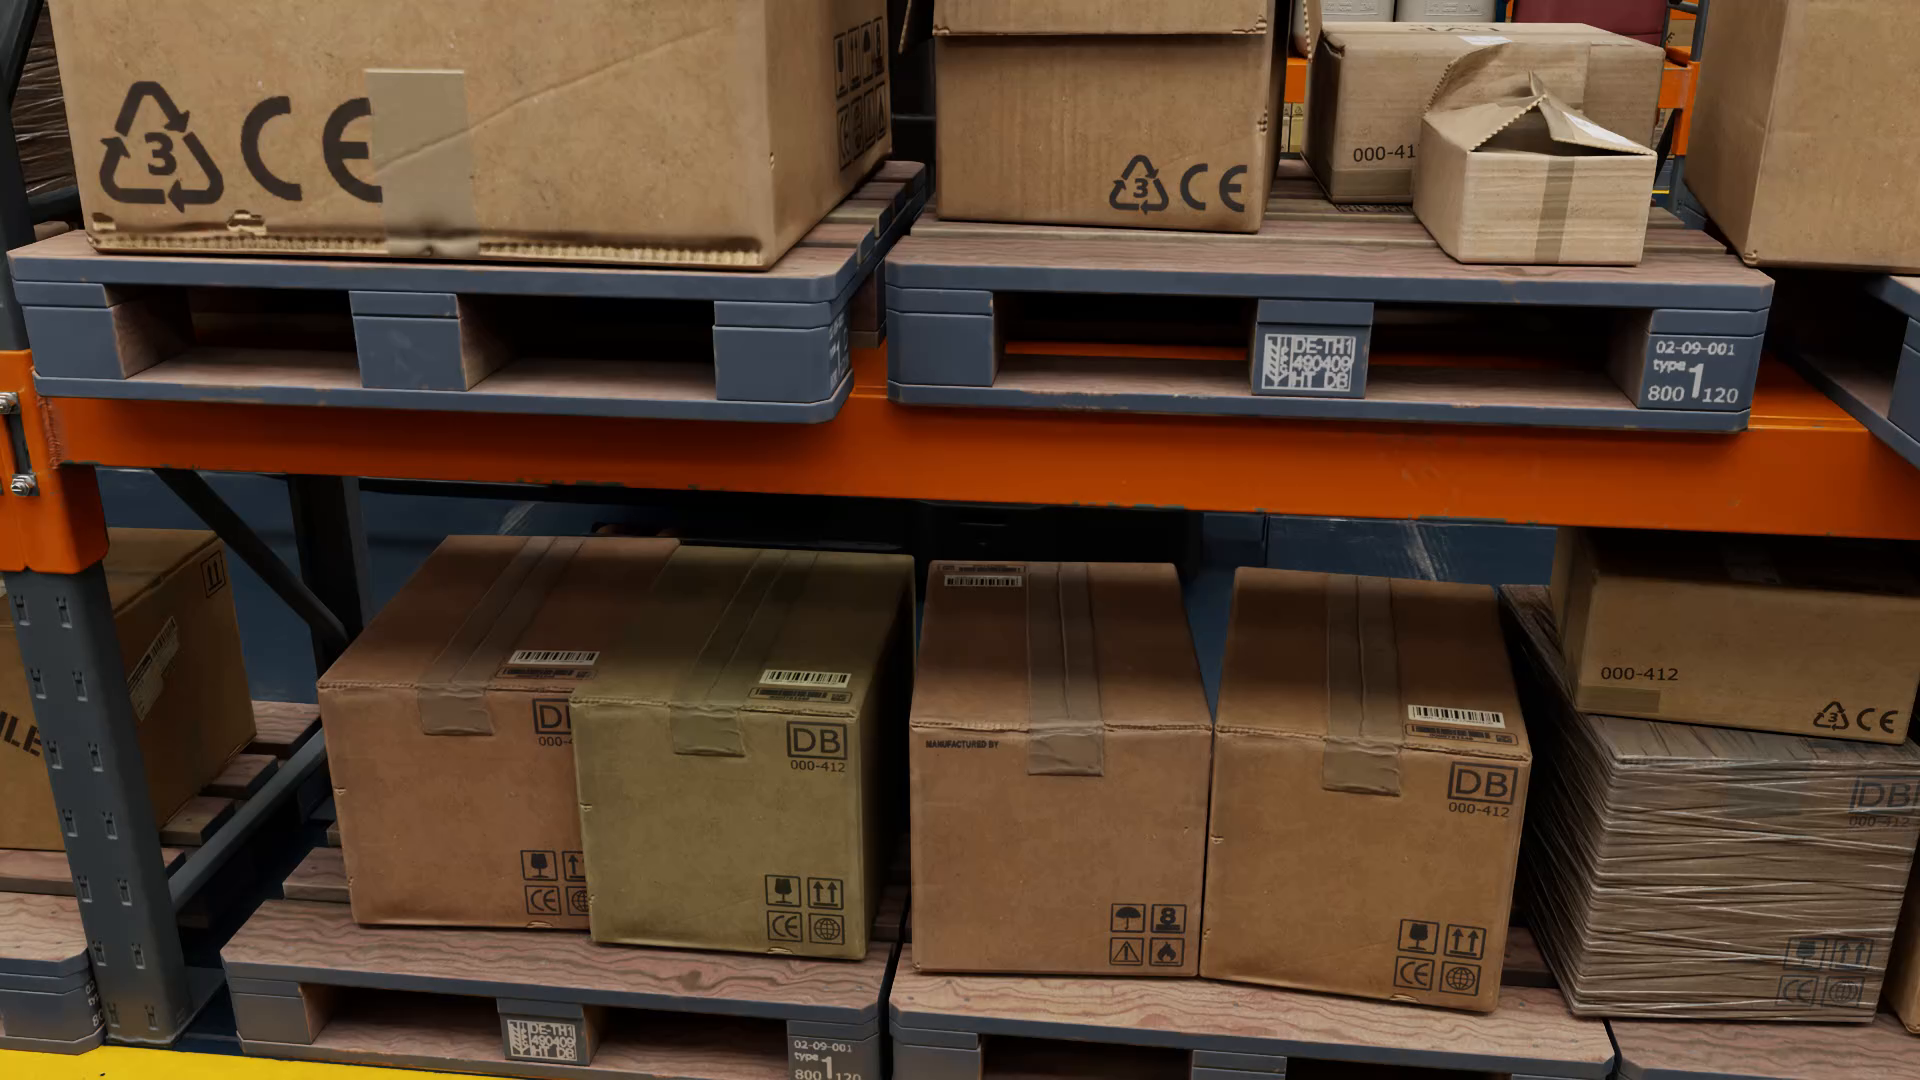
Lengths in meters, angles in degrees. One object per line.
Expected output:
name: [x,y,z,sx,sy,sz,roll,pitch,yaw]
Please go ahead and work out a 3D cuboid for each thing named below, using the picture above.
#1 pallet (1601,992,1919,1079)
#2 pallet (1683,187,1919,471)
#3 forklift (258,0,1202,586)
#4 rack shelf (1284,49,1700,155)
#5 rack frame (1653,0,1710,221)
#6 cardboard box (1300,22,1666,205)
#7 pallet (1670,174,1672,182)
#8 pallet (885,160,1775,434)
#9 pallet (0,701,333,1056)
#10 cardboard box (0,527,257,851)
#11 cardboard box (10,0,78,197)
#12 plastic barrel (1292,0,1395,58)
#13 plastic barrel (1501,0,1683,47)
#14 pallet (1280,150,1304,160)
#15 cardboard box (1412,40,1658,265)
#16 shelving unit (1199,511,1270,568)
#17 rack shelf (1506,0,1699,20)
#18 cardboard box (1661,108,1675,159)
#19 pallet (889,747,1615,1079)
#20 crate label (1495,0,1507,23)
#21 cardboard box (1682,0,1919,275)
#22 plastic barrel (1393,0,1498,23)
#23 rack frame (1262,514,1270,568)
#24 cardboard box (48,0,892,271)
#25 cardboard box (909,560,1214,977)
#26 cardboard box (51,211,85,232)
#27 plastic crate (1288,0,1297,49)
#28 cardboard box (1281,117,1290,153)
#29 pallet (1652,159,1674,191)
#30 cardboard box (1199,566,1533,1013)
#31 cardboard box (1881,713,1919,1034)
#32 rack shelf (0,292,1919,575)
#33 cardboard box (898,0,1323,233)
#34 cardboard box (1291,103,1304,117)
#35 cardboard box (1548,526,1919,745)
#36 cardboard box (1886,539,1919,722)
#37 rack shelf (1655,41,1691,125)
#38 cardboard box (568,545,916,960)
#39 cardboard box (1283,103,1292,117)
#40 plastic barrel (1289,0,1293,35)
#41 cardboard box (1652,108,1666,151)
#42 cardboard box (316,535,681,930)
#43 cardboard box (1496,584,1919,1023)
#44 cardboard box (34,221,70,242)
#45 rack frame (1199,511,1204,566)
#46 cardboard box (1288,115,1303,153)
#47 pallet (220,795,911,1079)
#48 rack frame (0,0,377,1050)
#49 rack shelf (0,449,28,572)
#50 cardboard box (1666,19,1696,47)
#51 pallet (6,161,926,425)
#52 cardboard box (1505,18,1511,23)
pallet: [1.739,0.794,3.143,1.213,0.211,1.003,2,22,6]
pallet: [1.795,-0.371,2.559,1.003,0.211,1.213,2,22,6]
forklift: [-0.730,-1.419,5.042,3.031,2.935,1.130,3,22,7]
rack shelf: [1.112,-2.028,7.469,4.000,0.370,1.077,2,22,6]
rack frame: [3.098,-2.276,7.118,0.127,3.000,1.000,2,22,6]
cardboard box: [0.877,-0.750,2.890,0.500,0.250,0.500,2,22,5]
pallet: [5.629,-2.688,11.952,1.213,0.211,1.003,2,22,6]
pallet: [0.544,-0.450,2.758,1.213,0.211,1.003,2,22,6]
pallet: [-2.129,0.640,3.535,1.213,0.211,1.003,2,22,6]
cardboard box: [-1.850,0.294,3.445,0.500,0.500,0.500,2,22,5]
cardboard box: [-1.897,-0.868,3.015,0.500,0.500,0.875,2,22,6]
plastic barrel: [1.633,-2.313,7.059,0.421,0.512,0.421,0,22,0]
plastic barrel: [2.601,-2.249,6.864,0.708,0.536,0.600,2,22,6]
pallet: [2.871,-2.838,12.331,1.213,0.211,1.003,2,22,6]
cardboard box: [0.827,-0.574,2.424,0.258,0.266,0.396,2,22,5]
shelving unit: [0.871,-0.375,5.164,0.210,0.900,0.258,3,22,7]
rack shelf: [5.670,-3.664,11.605,4.000,0.370,1.077,2,22,6]
cardboard box: [5.121,-2.959,11.645,0.500,0.500,0.500,2,22,6]
pallet: [0.531,0.741,3.279,1.213,0.211,1.003,2,22,6]
crate label: [2.143,-2.435,7.470,0.616,0.435,0.502,2,22,6]
cardboard box: [1.408,-0.706,2.439,0.500,0.500,0.700,6,22,14]
plastic barrel: [2.051,-2.295,7.013,0.421,0.512,0.421,0,22,0]
rack frame: [0.972,-0.370,5.151,0.006,0.900,0.240,3,22,7]
cardboard box: [-0.685,-1.030,2.578,1.000,1.000,1.000,3,22,7]
cardboard box: [0.177,0.403,3.143,0.500,0.500,0.700,1,22,2]
cardboard box: [-1.636,-0.643,3.329,0.250,0.149,0.380,2,22,6]
plastic crate: [1.529,-2.488,7.566,0.583,0.464,0.402,2,22,6]
cardboard box: [2.122,-2.979,12.064,0.500,0.250,0.500,3,22,8]
pallet: [4.421,-2.742,12.088,1.213,0.211,1.003,2,22,6]
cardboard box: [0.731,0.427,3.082,0.500,0.500,0.700,4,22,11]
cardboard box: [1.847,0.468,2.977,0.500,0.500,0.700,1,22,3]
rack shelf: [0.529,-0.220,2.895,4.000,0.370,1.077,2,22,6]
cardboard box: [0.275,-0.843,2.781,0.637,0.503,0.797,5,22,12]
cardboard box: [2.618,-3.215,11.898,0.500,0.311,0.500,2,22,5]
cardboard box: [1.318,0.104,2.879,0.500,0.250,0.500,5,22,12]
cardboard box: [1.846,0.123,2.830,0.500,0.250,0.500,3,22,8]
rack shelf: [5.084,-1.855,7.031,4.000,0.370,1.077,2,22,6]
cardboard box: [-0.379,0.379,3.204,0.500,0.500,0.700,2,22,6]
cardboard box: [2.117,-3.238,11.956,0.500,0.311,0.500,2,22,6]
plastic barrel: [1.208,-2.341,7.096,0.433,0.535,0.433,0,22,0]
cardboard box: [4.623,-2.982,11.705,0.500,0.500,0.500,2,22,4]
cardboard box: [-0.850,0.351,3.273,0.500,0.500,0.700,1,22,2]
cardboard box: [1.295,0.449,3.026,0.500,0.500,0.700,1,22,2]
cardboard box: [-1.706,-0.426,2.780,0.250,0.149,0.380,2,22,6]
rack frame: [0.770,-0.380,5.177,0.006,0.900,0.240,3,22,7]
cardboard box: [2.621,-2.956,12.006,0.500,0.250,0.500,2,22,6]
pallet: [-0.684,0.689,3.410,1.213,0.211,1.003,2,22,6]
rack frame: [-1.457,-0.641,2.982,0.127,3.000,1.000,2,22,6]
rack shelf: [-3.444,-0.393,3.333,4.000,0.370,1.077,2,22,6]
cardboard box: [6.692,-4.934,16.193,0.750,0.750,0.750,3,22,8]
pallet: [-0.716,-0.466,2.799,1.213,0.211,1.003,2,22,6]
cardboard box: [4.978,-5.009,16.383,0.750,0.750,0.750,2,22,6]
